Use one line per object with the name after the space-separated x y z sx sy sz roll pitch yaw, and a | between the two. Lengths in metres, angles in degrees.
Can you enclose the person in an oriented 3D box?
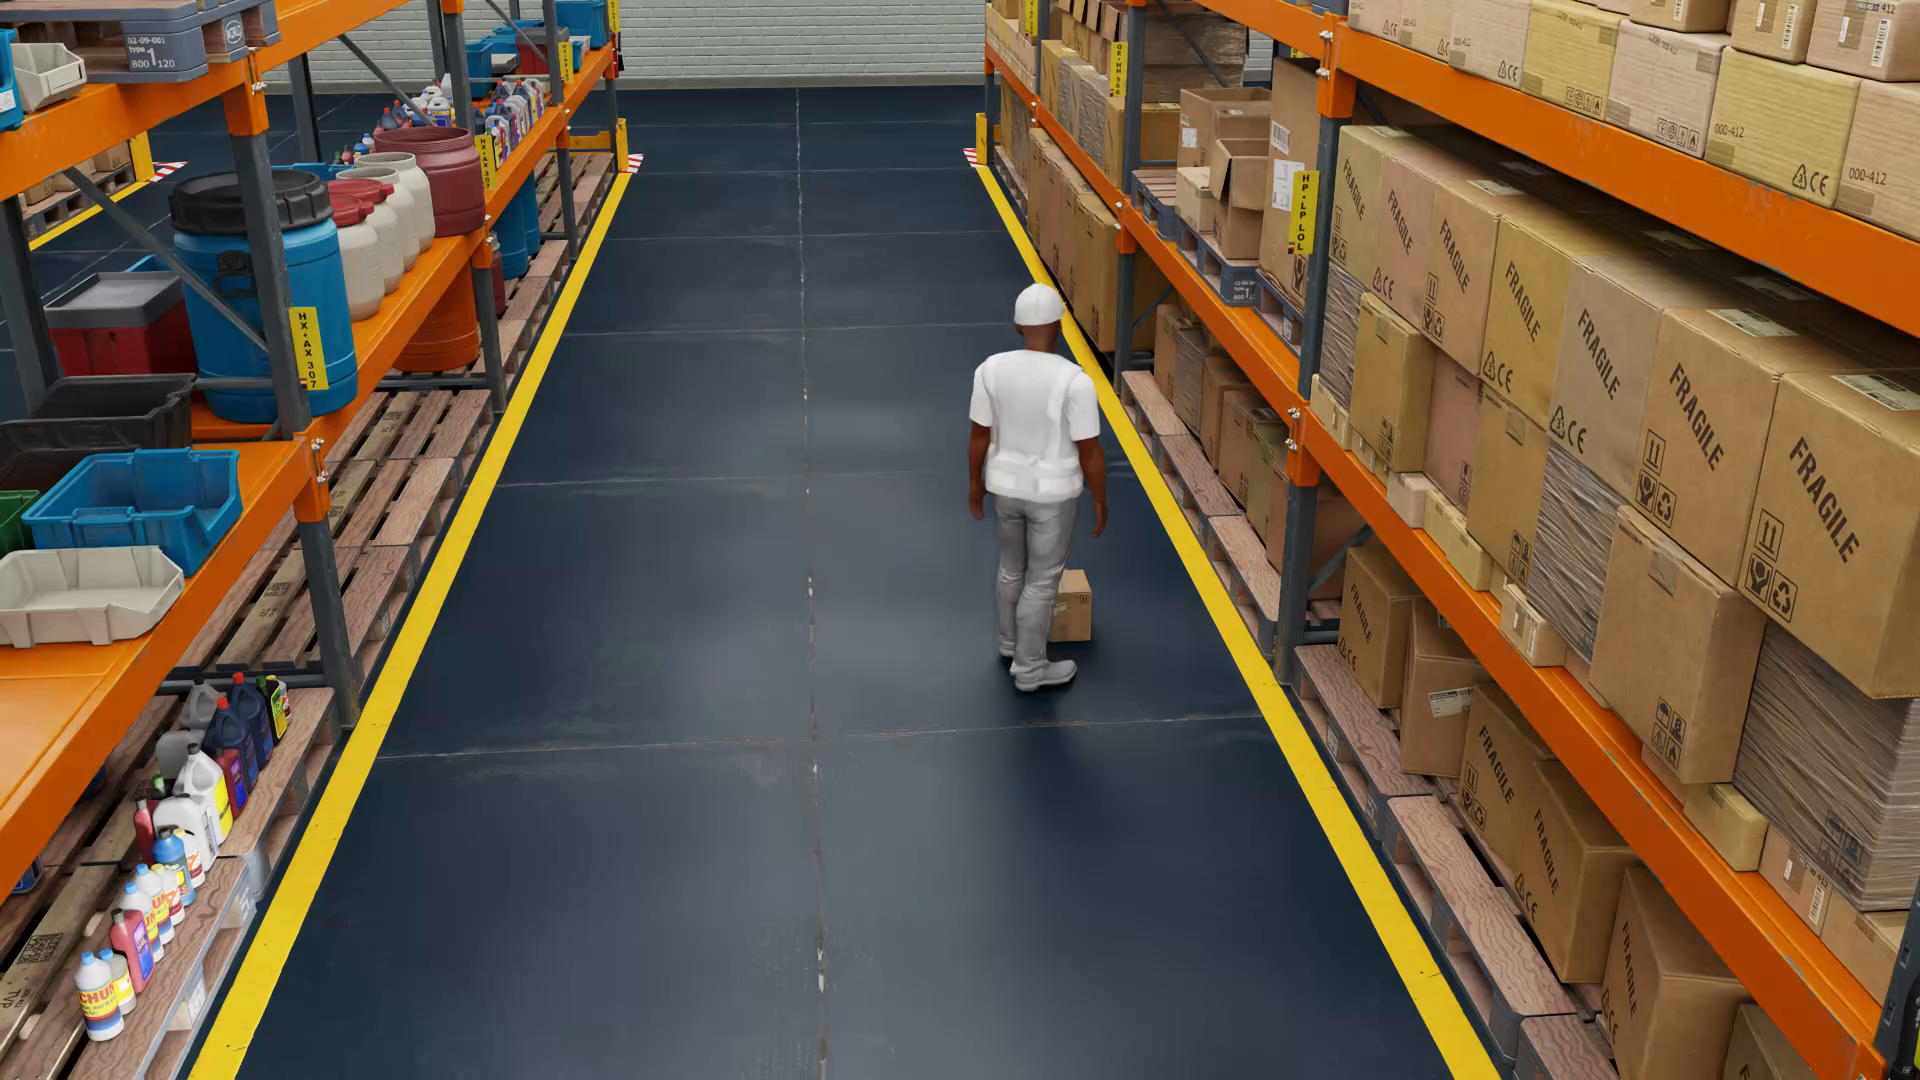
0.377 -0.238 7.094 0.610 1.766 0.545 15 28 30 | person
